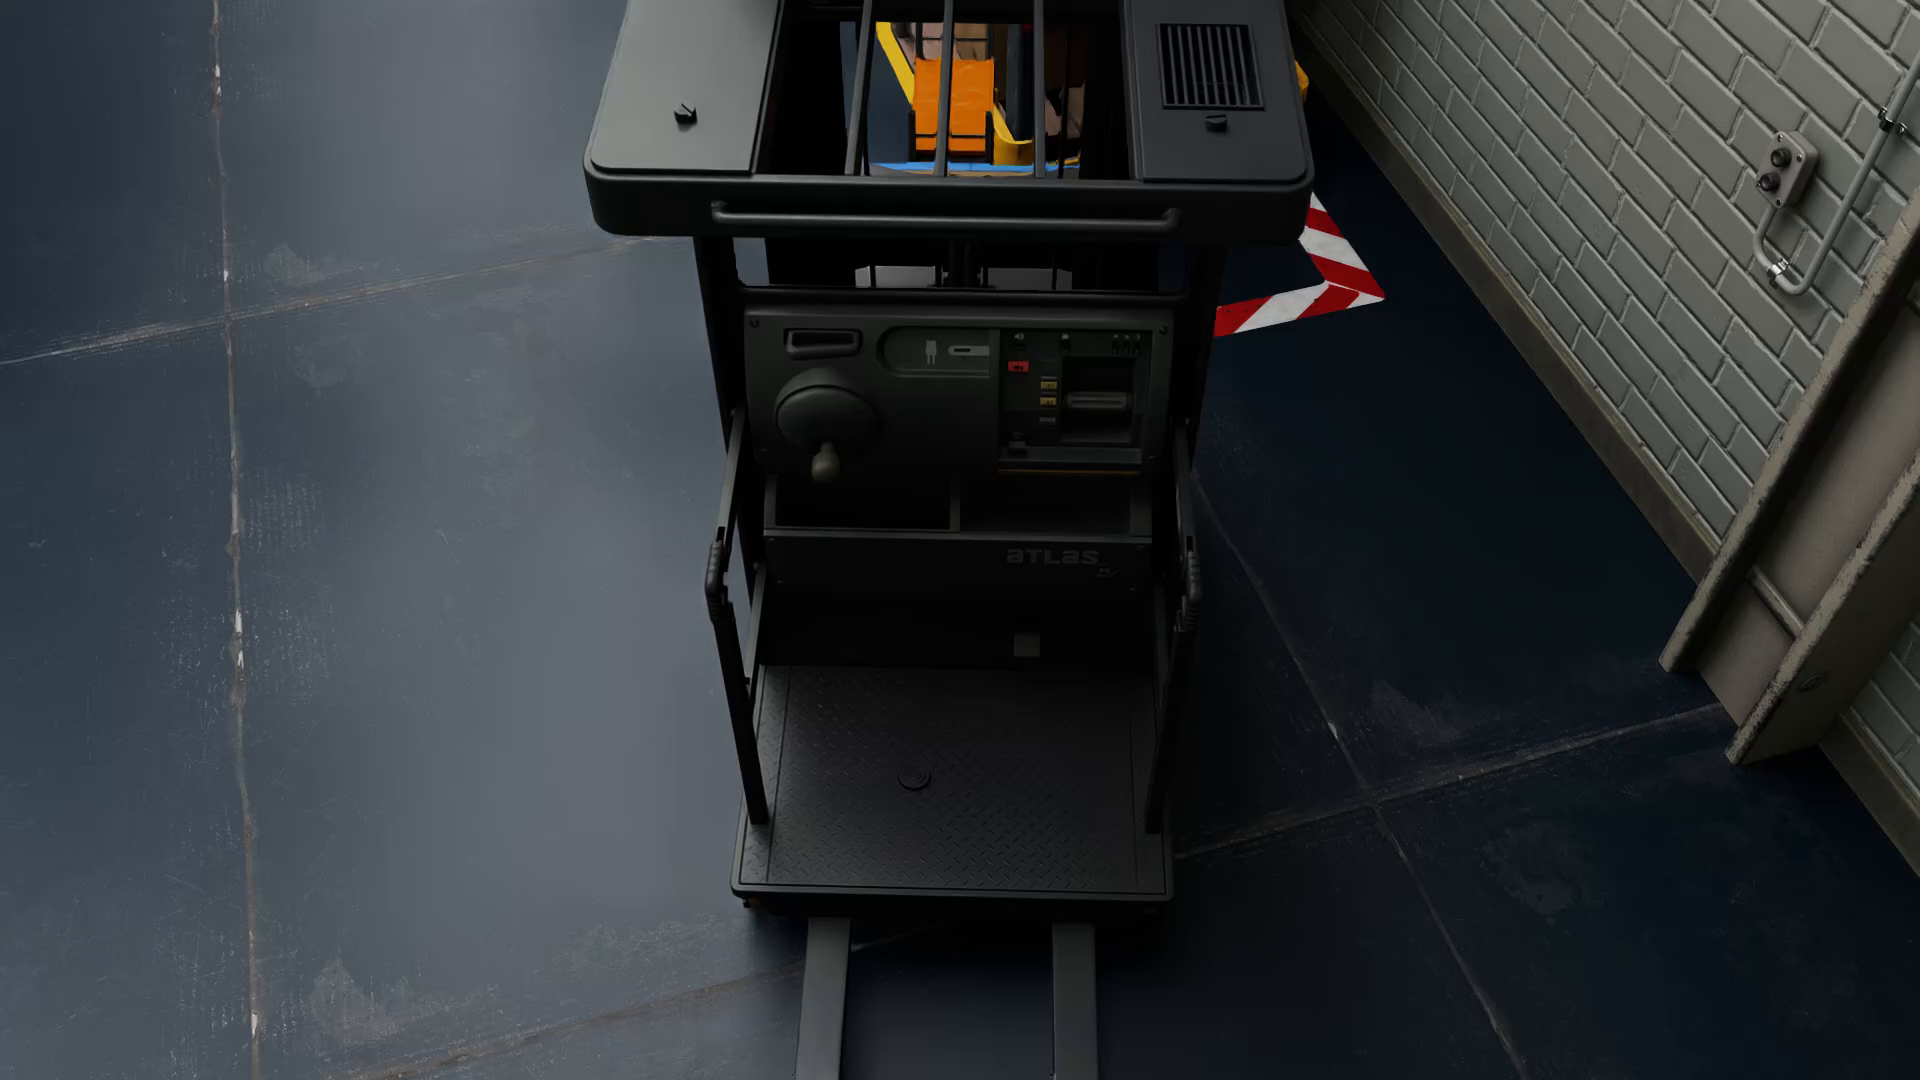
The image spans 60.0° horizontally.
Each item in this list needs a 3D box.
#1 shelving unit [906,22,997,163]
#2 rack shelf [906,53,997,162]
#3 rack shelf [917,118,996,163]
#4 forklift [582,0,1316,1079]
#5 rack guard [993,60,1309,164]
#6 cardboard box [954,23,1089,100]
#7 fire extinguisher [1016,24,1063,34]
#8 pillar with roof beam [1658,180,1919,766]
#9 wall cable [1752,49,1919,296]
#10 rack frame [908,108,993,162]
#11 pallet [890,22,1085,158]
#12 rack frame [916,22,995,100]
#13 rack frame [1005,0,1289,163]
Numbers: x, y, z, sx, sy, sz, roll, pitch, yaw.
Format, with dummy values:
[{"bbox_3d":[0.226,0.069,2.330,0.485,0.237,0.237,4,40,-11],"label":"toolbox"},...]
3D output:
[{"bbox_3d":[-0.021,-1.015,5.321,0.258,1.200,0.503,1,50,1],"label":"shelving unit"},{"bbox_3d":[-0.021,-1.268,5.020,0.258,0.148,0.480,1,50,1],"label":"rack shelf"},{"bbox_3d":[-0.021,-1.116,5.201,0.258,0.148,0.480,1,50,1],"label":"rack shelf"},{"bbox_3d":[-0.007,-0.211,3.511,1.130,2.935,3.031,1,50,1],"label":"forklift"},{"bbox_3d":[0.665,-1.457,6.152,1.175,0.500,0.348,-13,51,-11],"label":"rack guard"},{"bbox_3d":[0.355,-2.099,6.418,0.700,0.500,0.500,-13,51,-11],"label":"cardboard box"},{"bbox_3d":[0.261,-1.921,5.202,0.296,0.674,0.183,-13,51,-11],"label":"fire extinguisher"},{"bbox_3d":[-1.830,-1.465,0.599,9.100,9.000,0.400,-13,51,-11],"label":"pillar with roof beam"},{"bbox_3d":[1.940,-1.887,4.214,0.084,1.984,1.851,-13,51,-11],"label":"wall cable"},{"bbox_3d":[-0.027,-0.828,5.163,0.240,1.200,0.015,1,50,1],"label":"rack frame"},{"bbox_3d":[0.346,-1.948,6.754,1.003,0.211,1.213,-13,51,-11],"label":"pallet"},{"bbox_3d":[-0.014,-1.201,5.478,0.240,1.200,0.015,1,50,1],"label":"rack frame"},{"bbox_3d":[0.658,-2.281,5.211,1.000,3.000,0.127,-13,51,-11],"label":"rack frame"}]
